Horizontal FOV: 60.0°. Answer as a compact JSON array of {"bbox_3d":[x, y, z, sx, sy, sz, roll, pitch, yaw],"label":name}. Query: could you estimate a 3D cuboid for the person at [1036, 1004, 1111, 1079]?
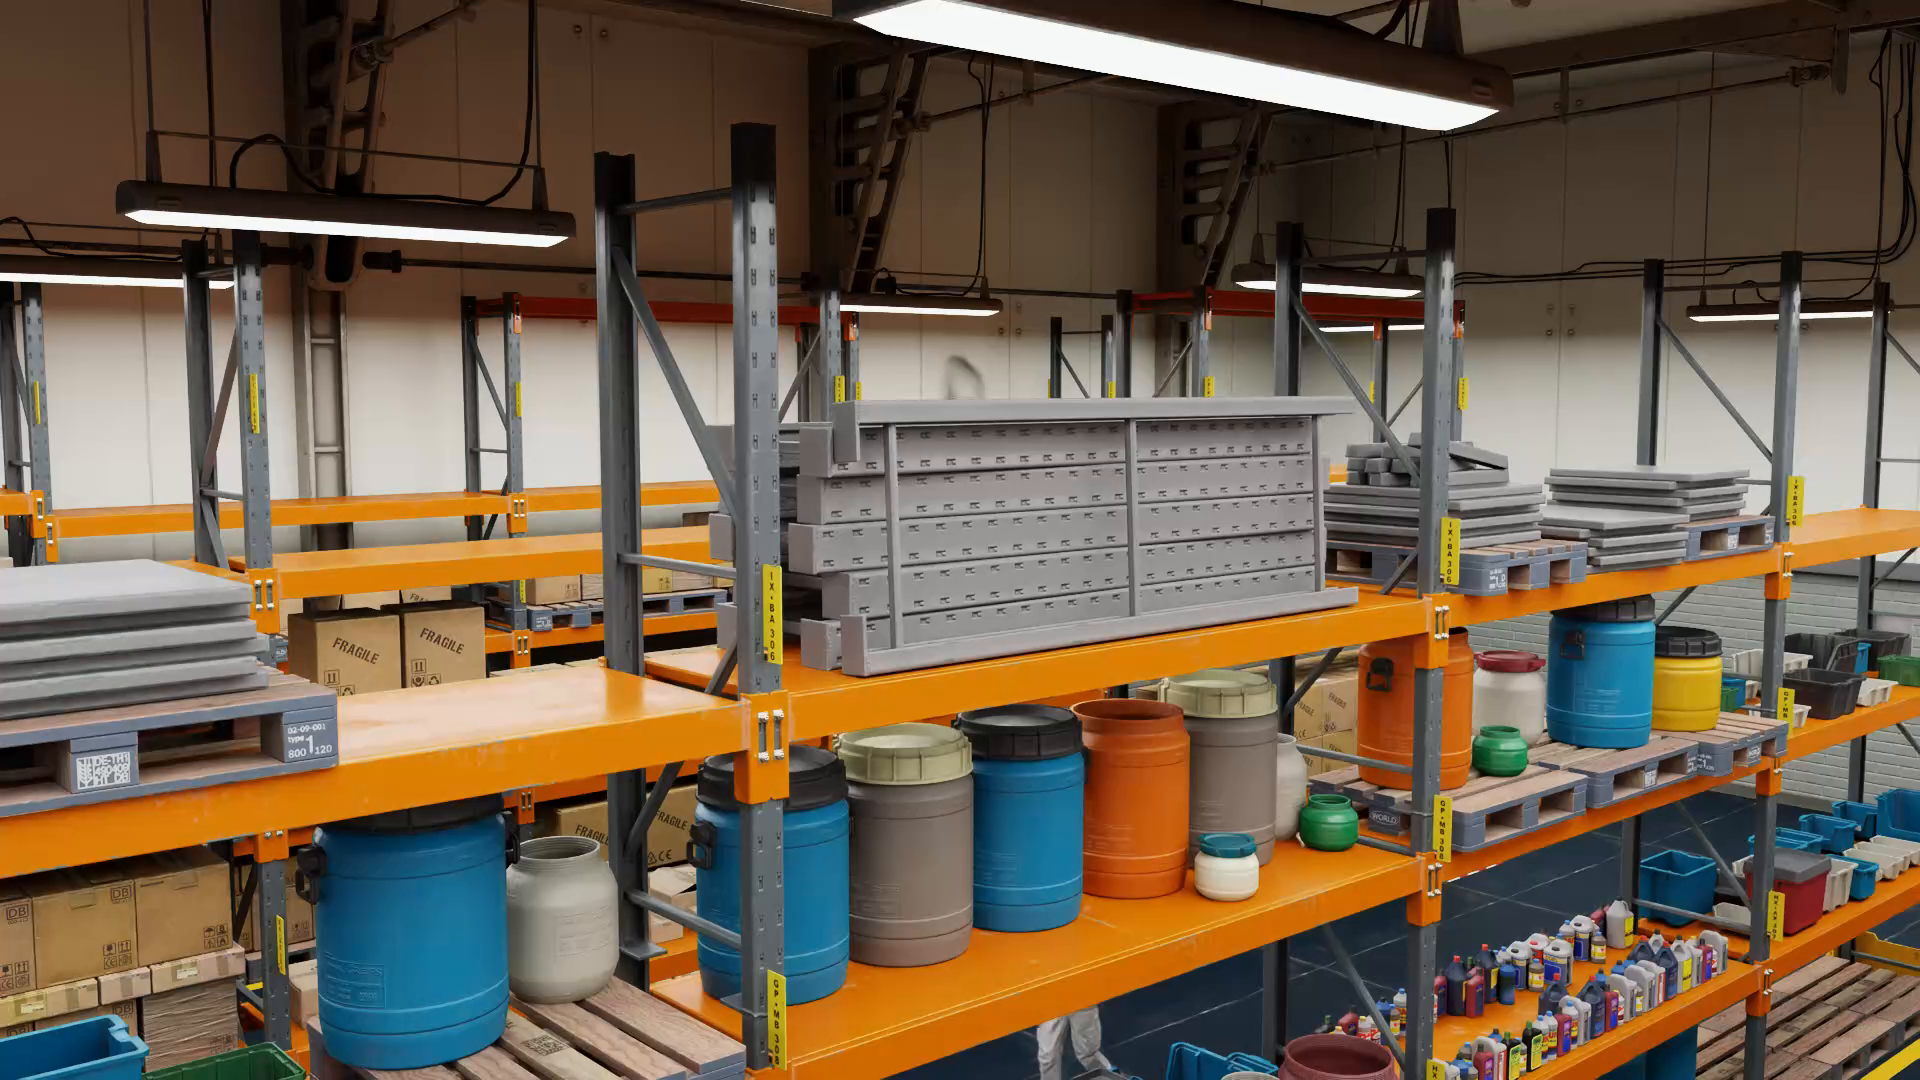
[{"bbox_3d":[0.783,3.184,11.387,0.846,1.820,0.640,-5,8,-45],"label":"person"}]
